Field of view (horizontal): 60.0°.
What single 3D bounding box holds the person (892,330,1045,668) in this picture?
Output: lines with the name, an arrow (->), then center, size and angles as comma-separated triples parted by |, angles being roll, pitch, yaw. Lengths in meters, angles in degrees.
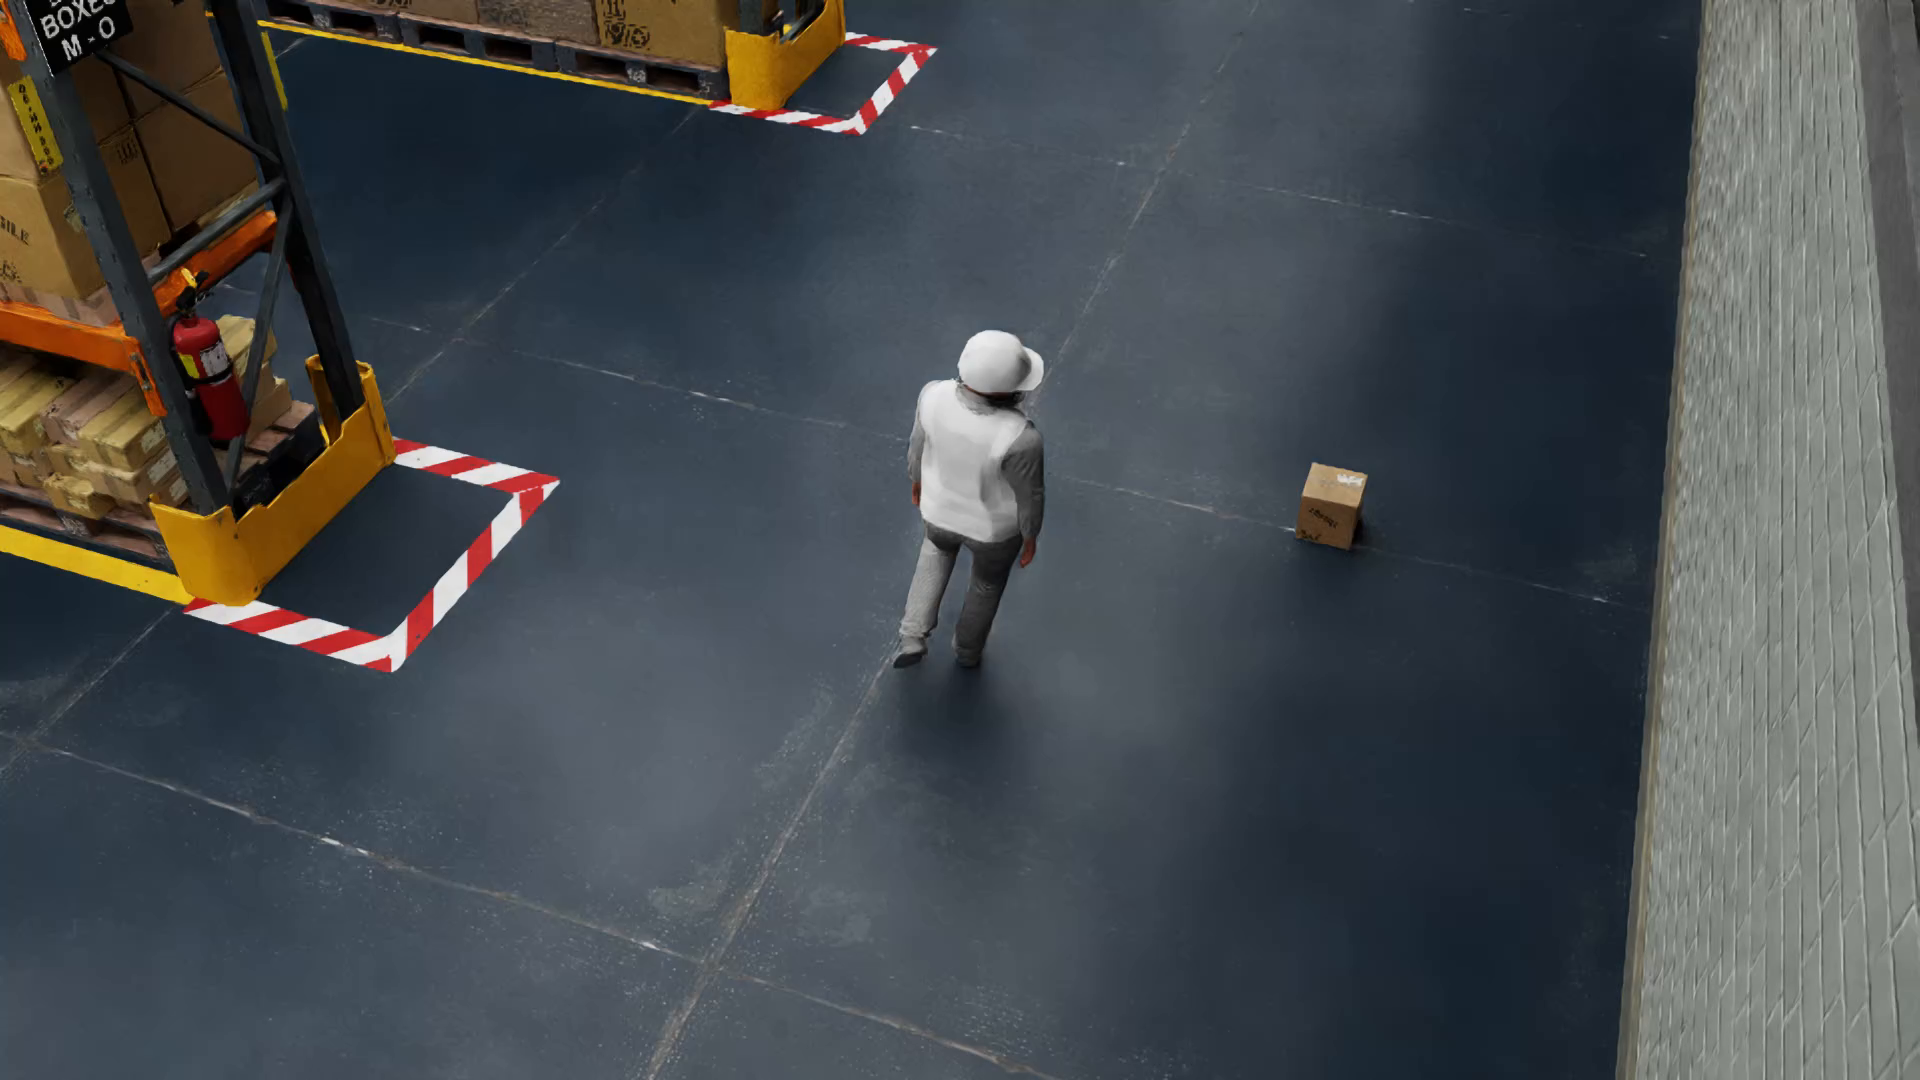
person -> 0.063, -0.124, 6.308 | 0.593, 1.743, 0.536 | 15, 44, 17
